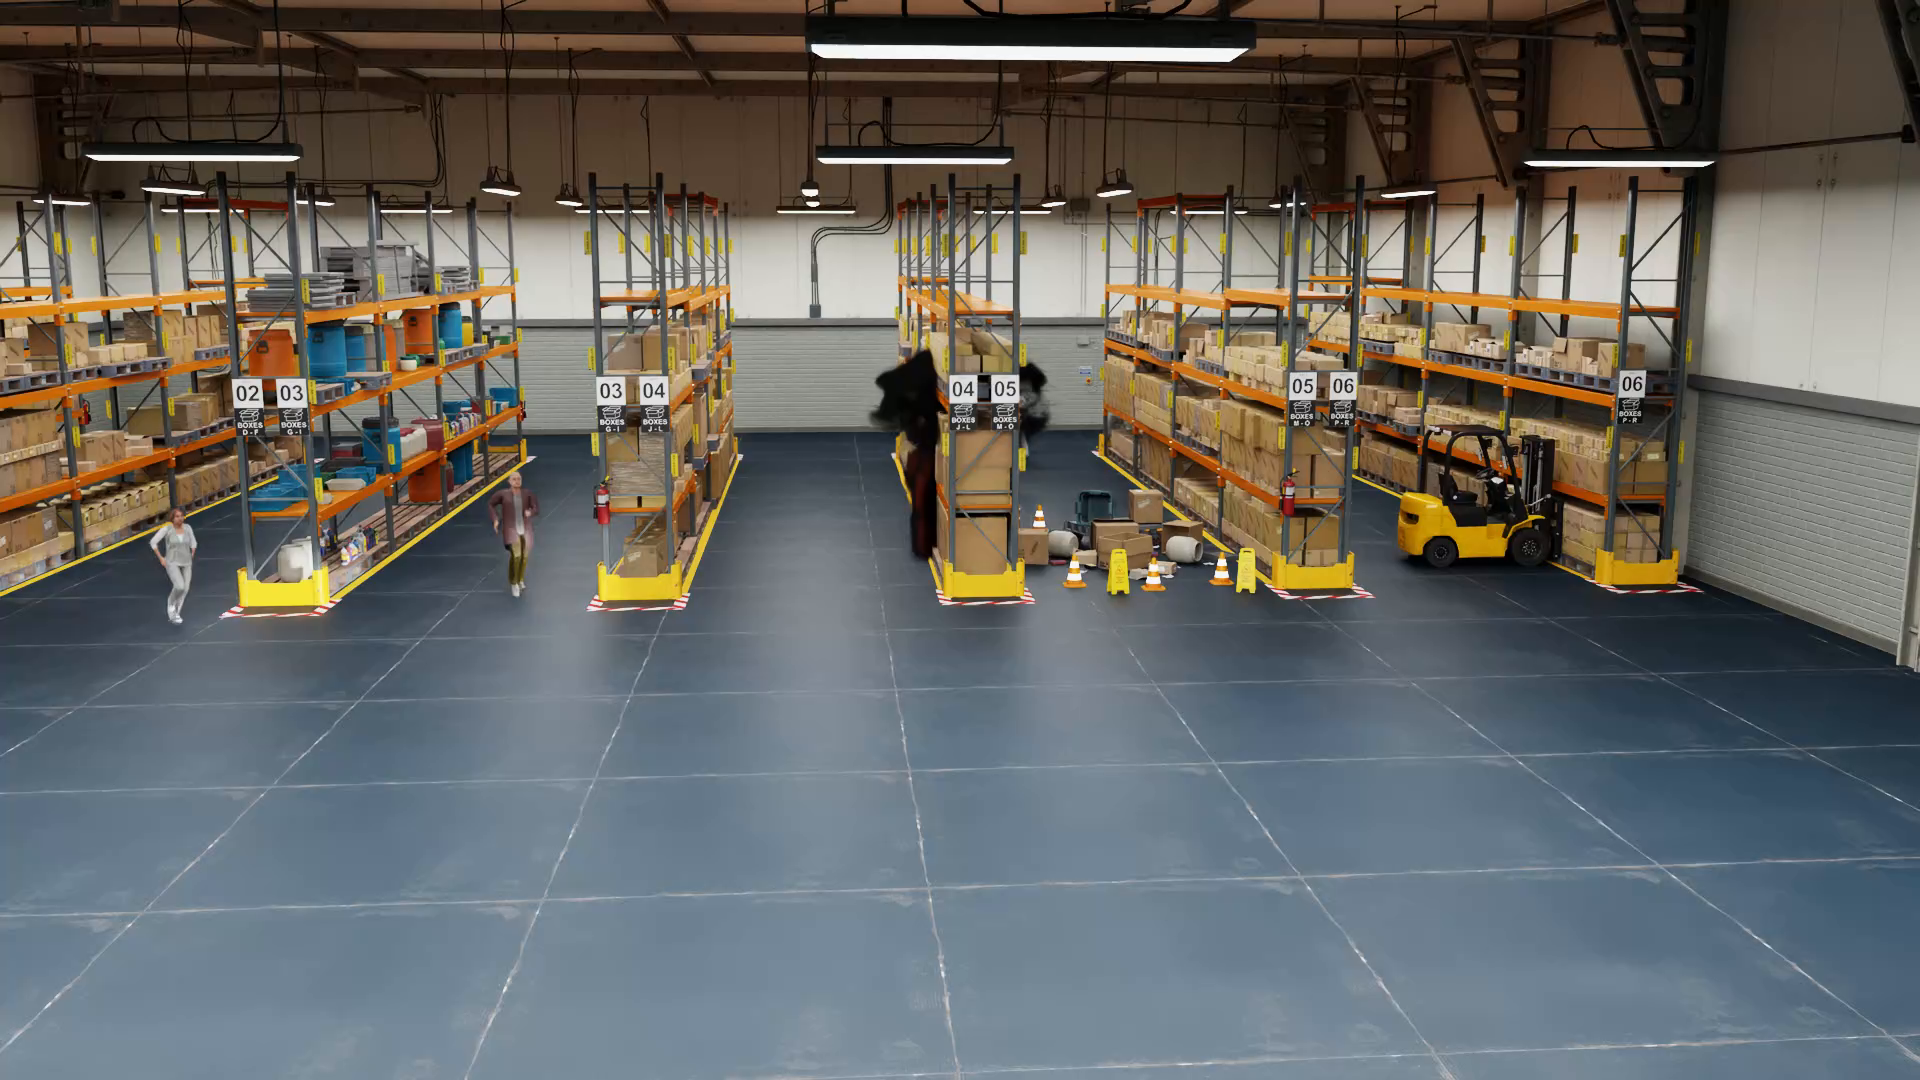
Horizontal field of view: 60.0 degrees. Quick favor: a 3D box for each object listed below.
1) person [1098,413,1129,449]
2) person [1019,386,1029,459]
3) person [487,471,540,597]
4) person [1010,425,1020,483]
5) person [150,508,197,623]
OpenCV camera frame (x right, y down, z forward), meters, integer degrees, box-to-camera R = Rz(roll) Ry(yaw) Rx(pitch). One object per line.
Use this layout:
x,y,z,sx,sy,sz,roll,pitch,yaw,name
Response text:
3.948,-3.109,41.268,1.044,1.740,0.722,0,10,2,person
1.345,-2.730,39.041,0.646,1.836,0.826,-6,12,-31,person
-6.423,-0.084,24.114,0.672,1.824,0.799,-6,12,-32,person
1.008,-2.054,35.253,0.587,1.678,0.917,-2,10,-11,person
-10.446,0.348,22.239,0.573,1.556,0.539,9,13,40,person
